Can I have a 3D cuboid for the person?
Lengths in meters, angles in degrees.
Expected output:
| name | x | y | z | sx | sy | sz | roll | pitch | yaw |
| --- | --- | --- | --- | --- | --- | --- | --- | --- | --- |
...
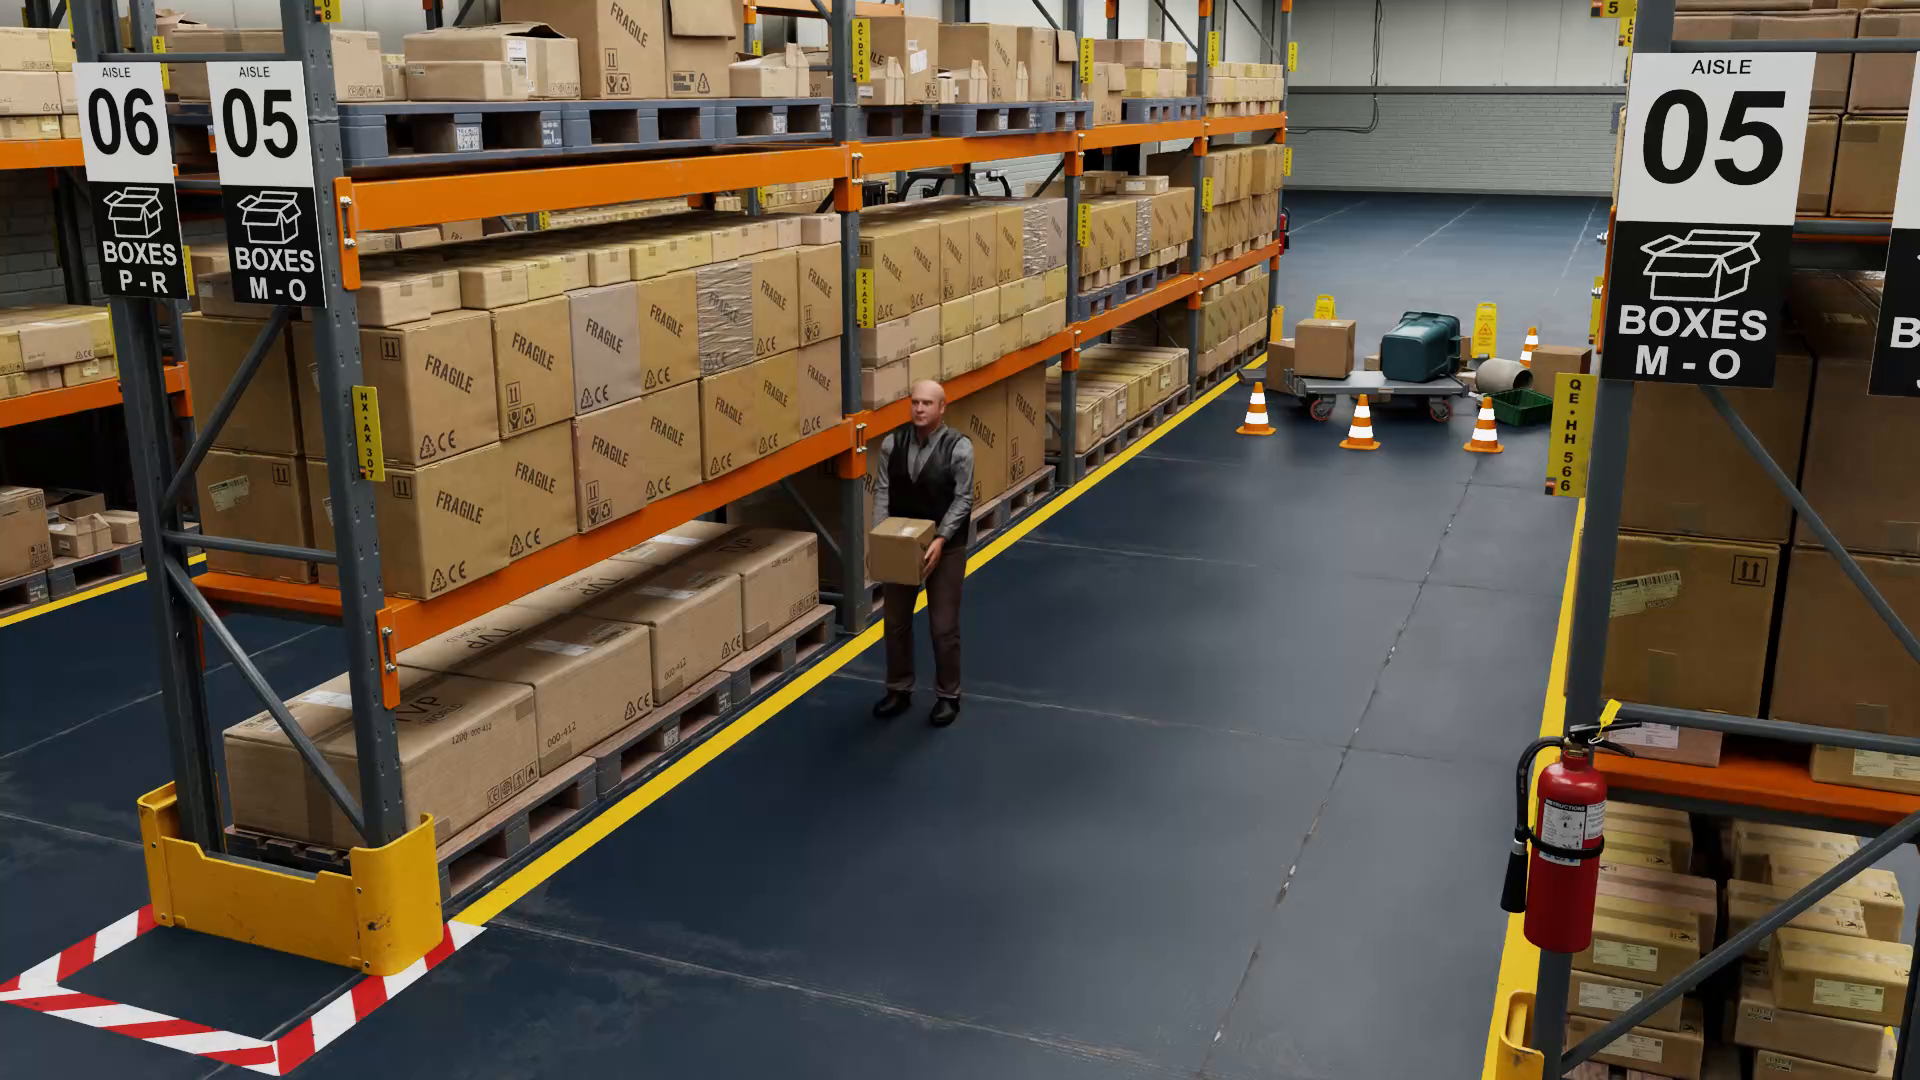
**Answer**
| name | x | y | z | sx | sy | sz | roll | pitch | yaw |
| --- | --- | --- | --- | --- | --- | --- | --- | --- | --- |
| person | -0.196 | 0.067 | 8.312 | 0.532 | 1.727 | 0.522 | 6 | 16 | 21 |
